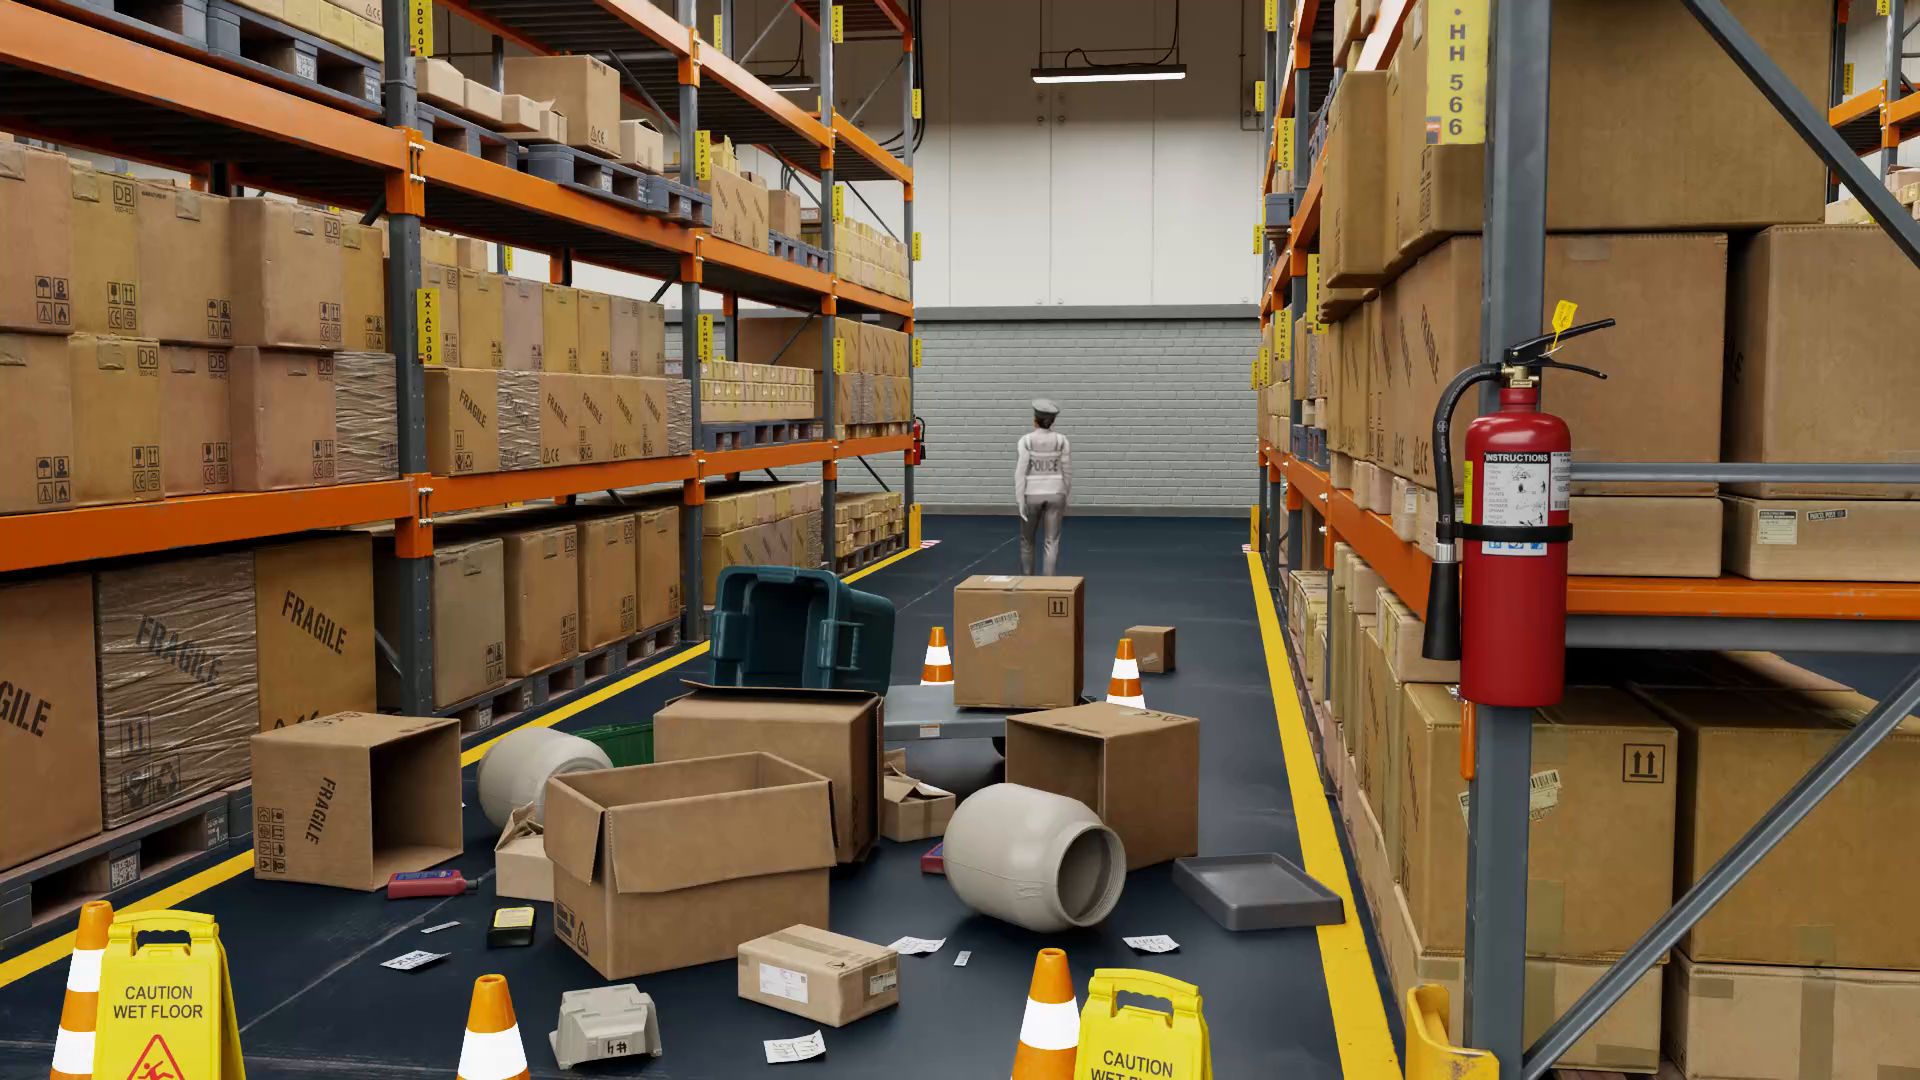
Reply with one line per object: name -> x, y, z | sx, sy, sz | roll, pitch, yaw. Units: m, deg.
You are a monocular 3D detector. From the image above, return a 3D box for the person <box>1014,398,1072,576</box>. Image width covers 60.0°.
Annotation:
person -> 0.690, -0.338, 13.837 | 0.485, 1.682, 0.807 | 0, 5, 1
